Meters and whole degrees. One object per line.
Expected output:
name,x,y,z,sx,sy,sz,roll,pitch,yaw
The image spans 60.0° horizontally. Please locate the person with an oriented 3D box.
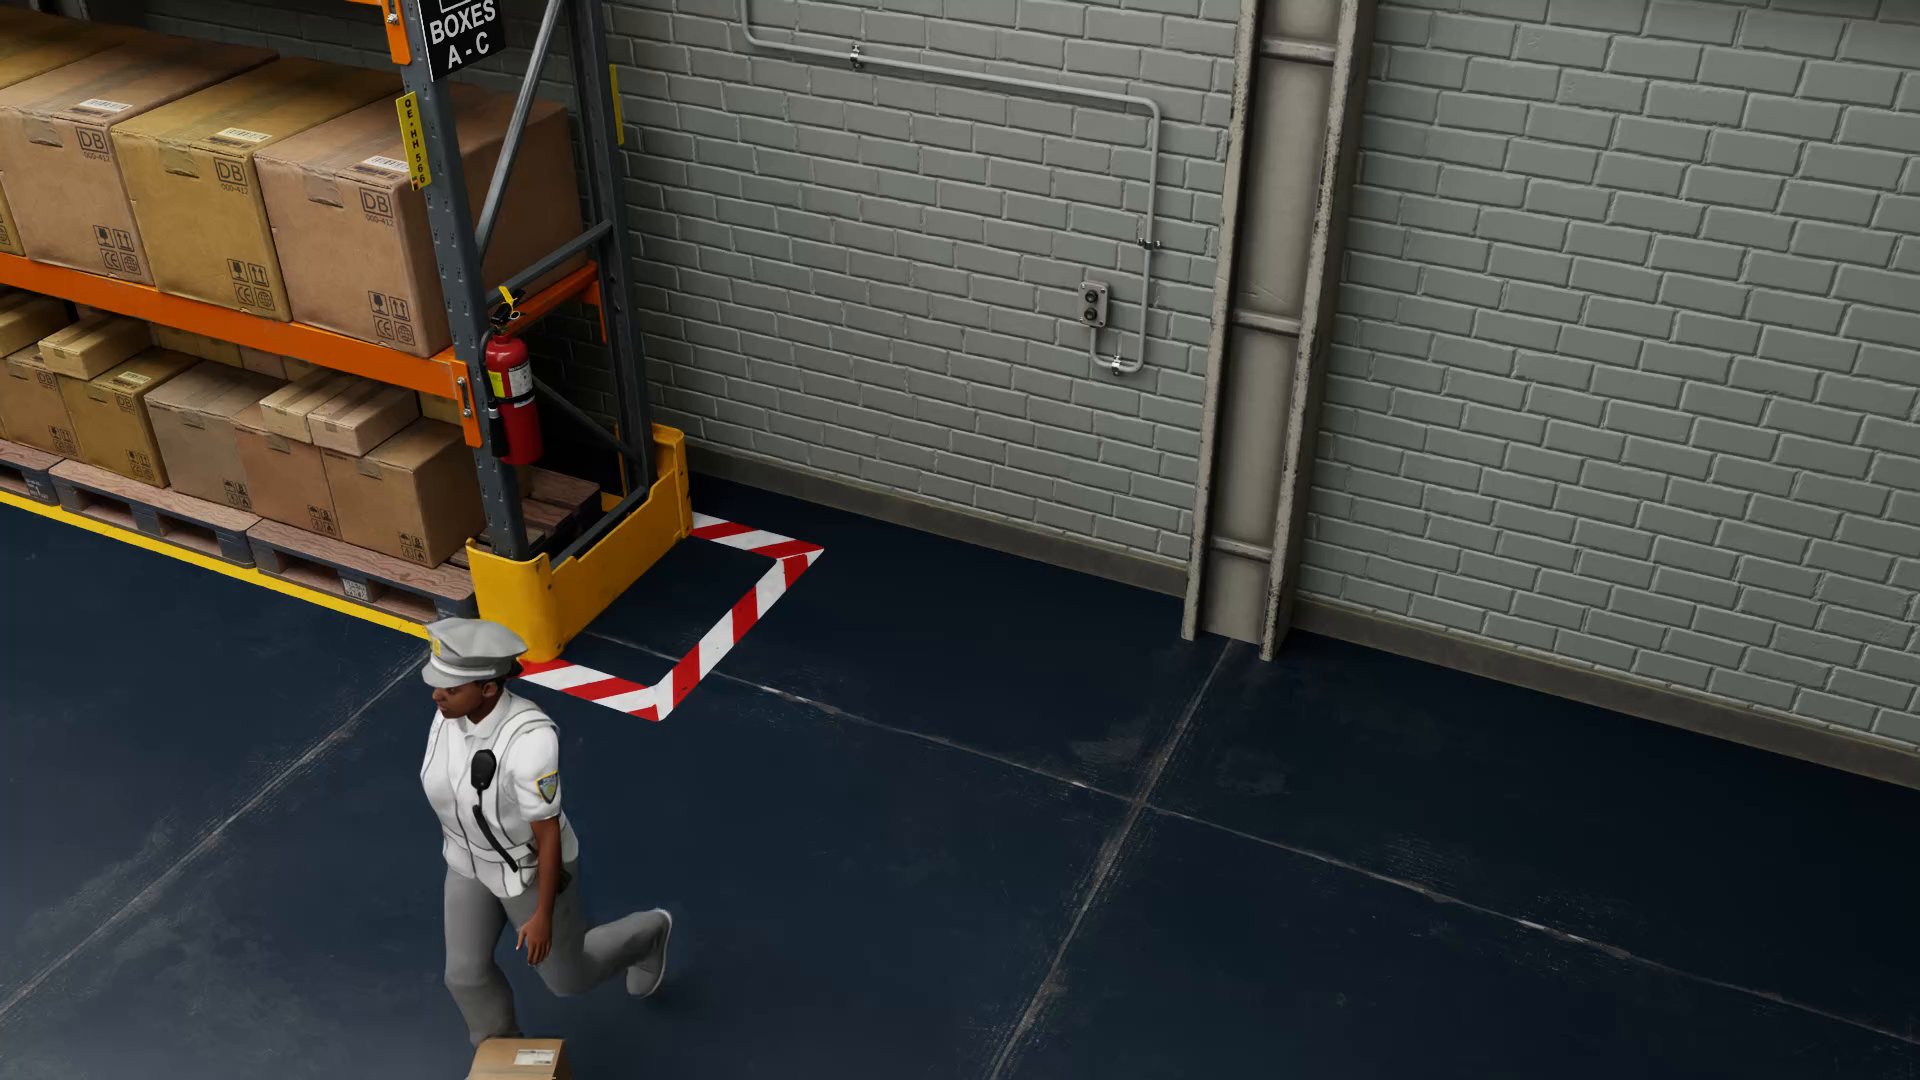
person,-7.483,1.663,3.479,9.553,1.806,9.857,19,38,26
